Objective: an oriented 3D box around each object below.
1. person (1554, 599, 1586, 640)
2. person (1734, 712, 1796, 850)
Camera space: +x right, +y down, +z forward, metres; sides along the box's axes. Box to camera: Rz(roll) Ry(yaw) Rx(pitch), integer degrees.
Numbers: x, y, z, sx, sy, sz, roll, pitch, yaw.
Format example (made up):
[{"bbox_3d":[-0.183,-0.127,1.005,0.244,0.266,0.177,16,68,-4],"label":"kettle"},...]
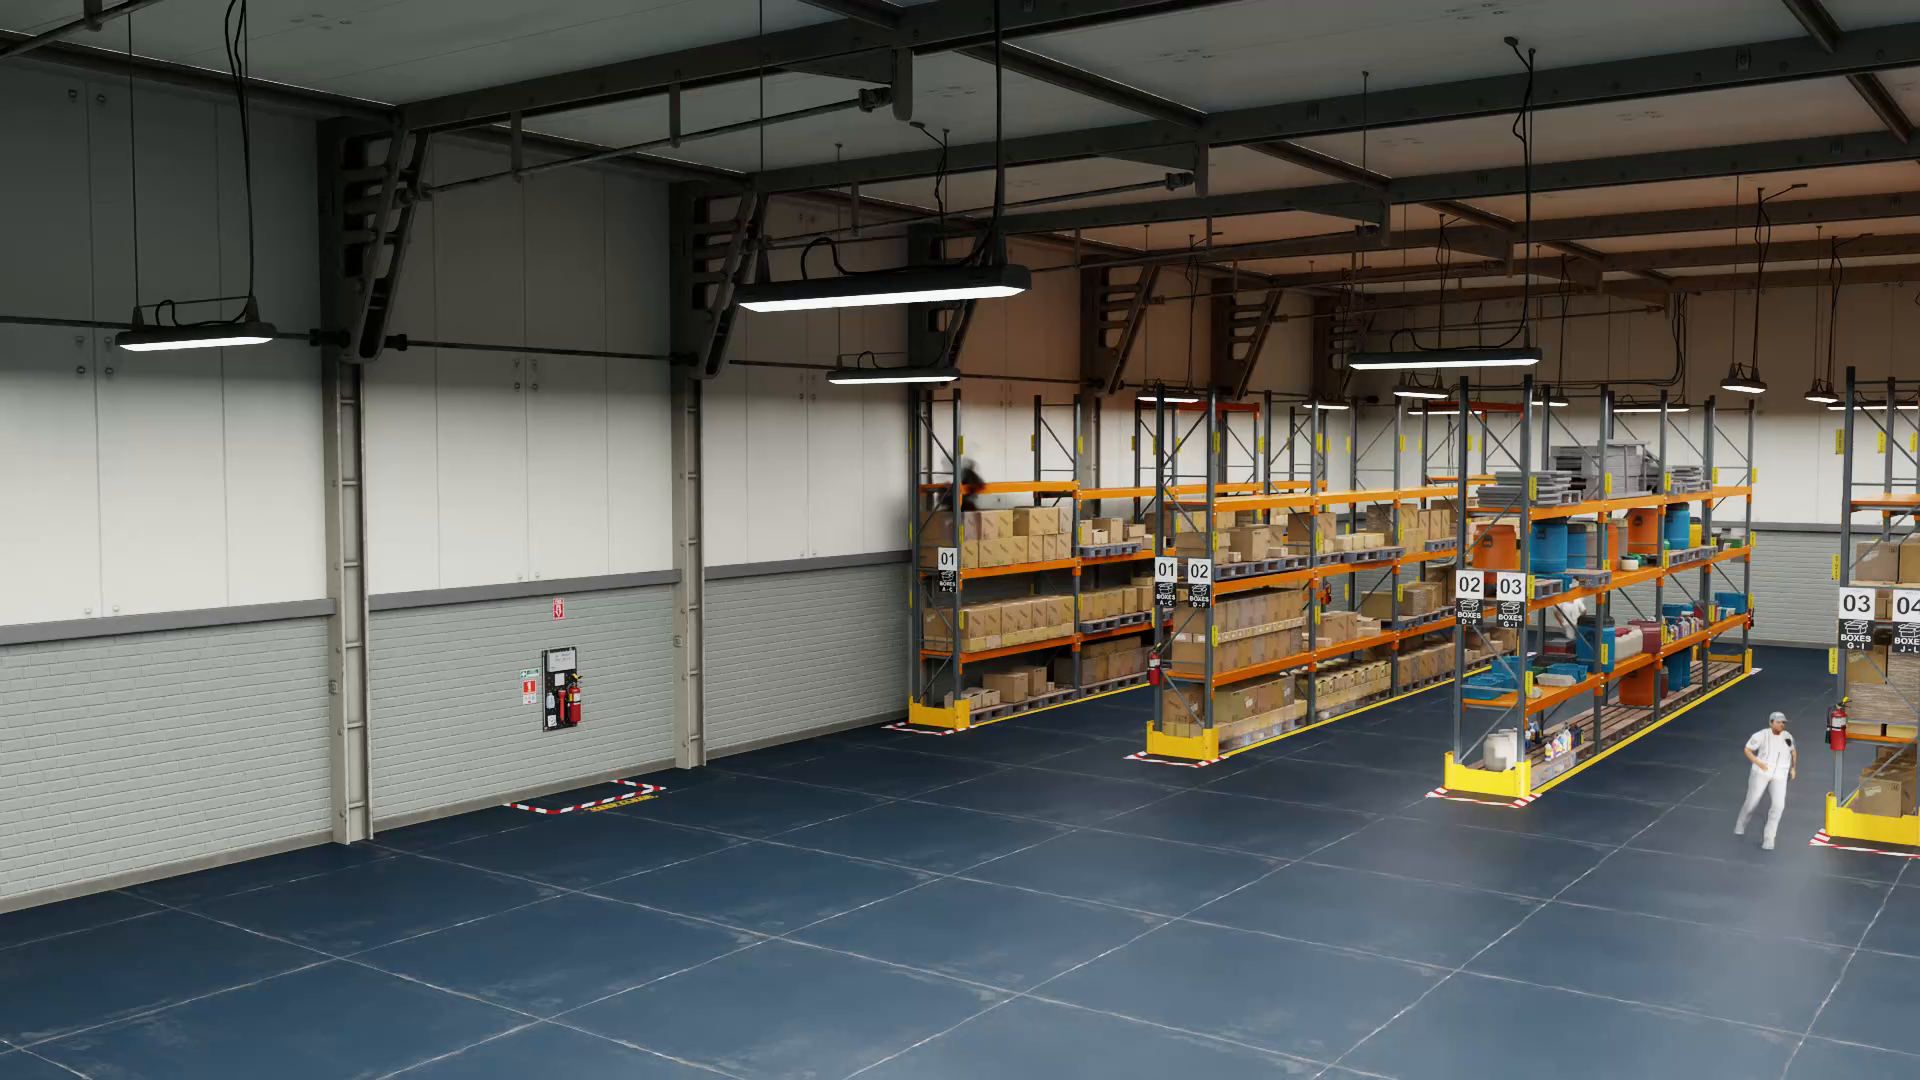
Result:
[{"bbox_3d":[14.064,1.956,38.326,0.705,1.717,0.745,1,3,15],"label":"person"},{"bbox_3d":[10.182,3.000,20.916,0.700,1.695,0.786,1,3,11],"label":"person"}]
